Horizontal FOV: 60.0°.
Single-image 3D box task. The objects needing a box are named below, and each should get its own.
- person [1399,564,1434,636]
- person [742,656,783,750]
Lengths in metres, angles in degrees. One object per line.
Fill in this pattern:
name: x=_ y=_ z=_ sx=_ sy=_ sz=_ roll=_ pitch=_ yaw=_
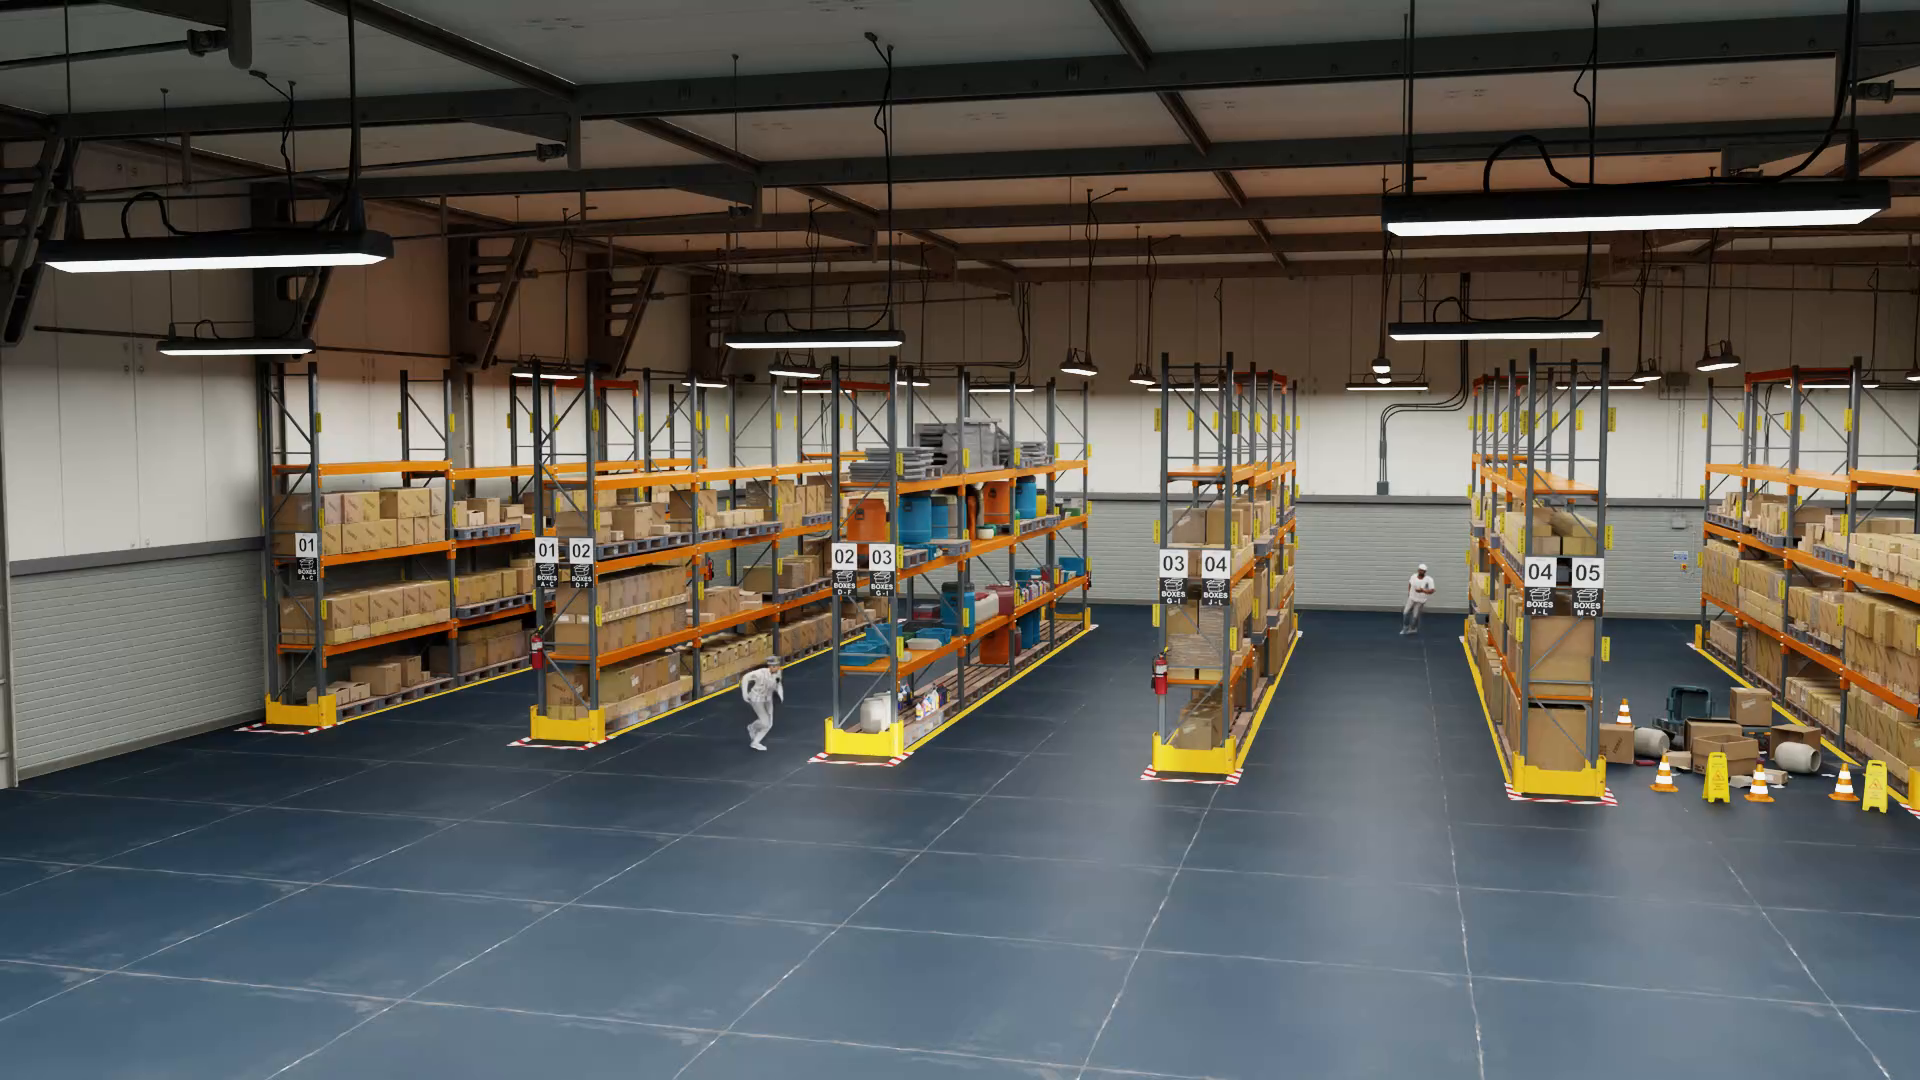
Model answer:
person: x=10.756 y=1.410 z=39.027 sx=0.797 sy=1.727 sz=0.663 roll=3 pitch=5 yaw=39
person: x=-3.008 y=2.490 z=25.320 sx=0.638 sy=1.491 sz=0.760 roll=-4 pitch=5 yaw=-42
